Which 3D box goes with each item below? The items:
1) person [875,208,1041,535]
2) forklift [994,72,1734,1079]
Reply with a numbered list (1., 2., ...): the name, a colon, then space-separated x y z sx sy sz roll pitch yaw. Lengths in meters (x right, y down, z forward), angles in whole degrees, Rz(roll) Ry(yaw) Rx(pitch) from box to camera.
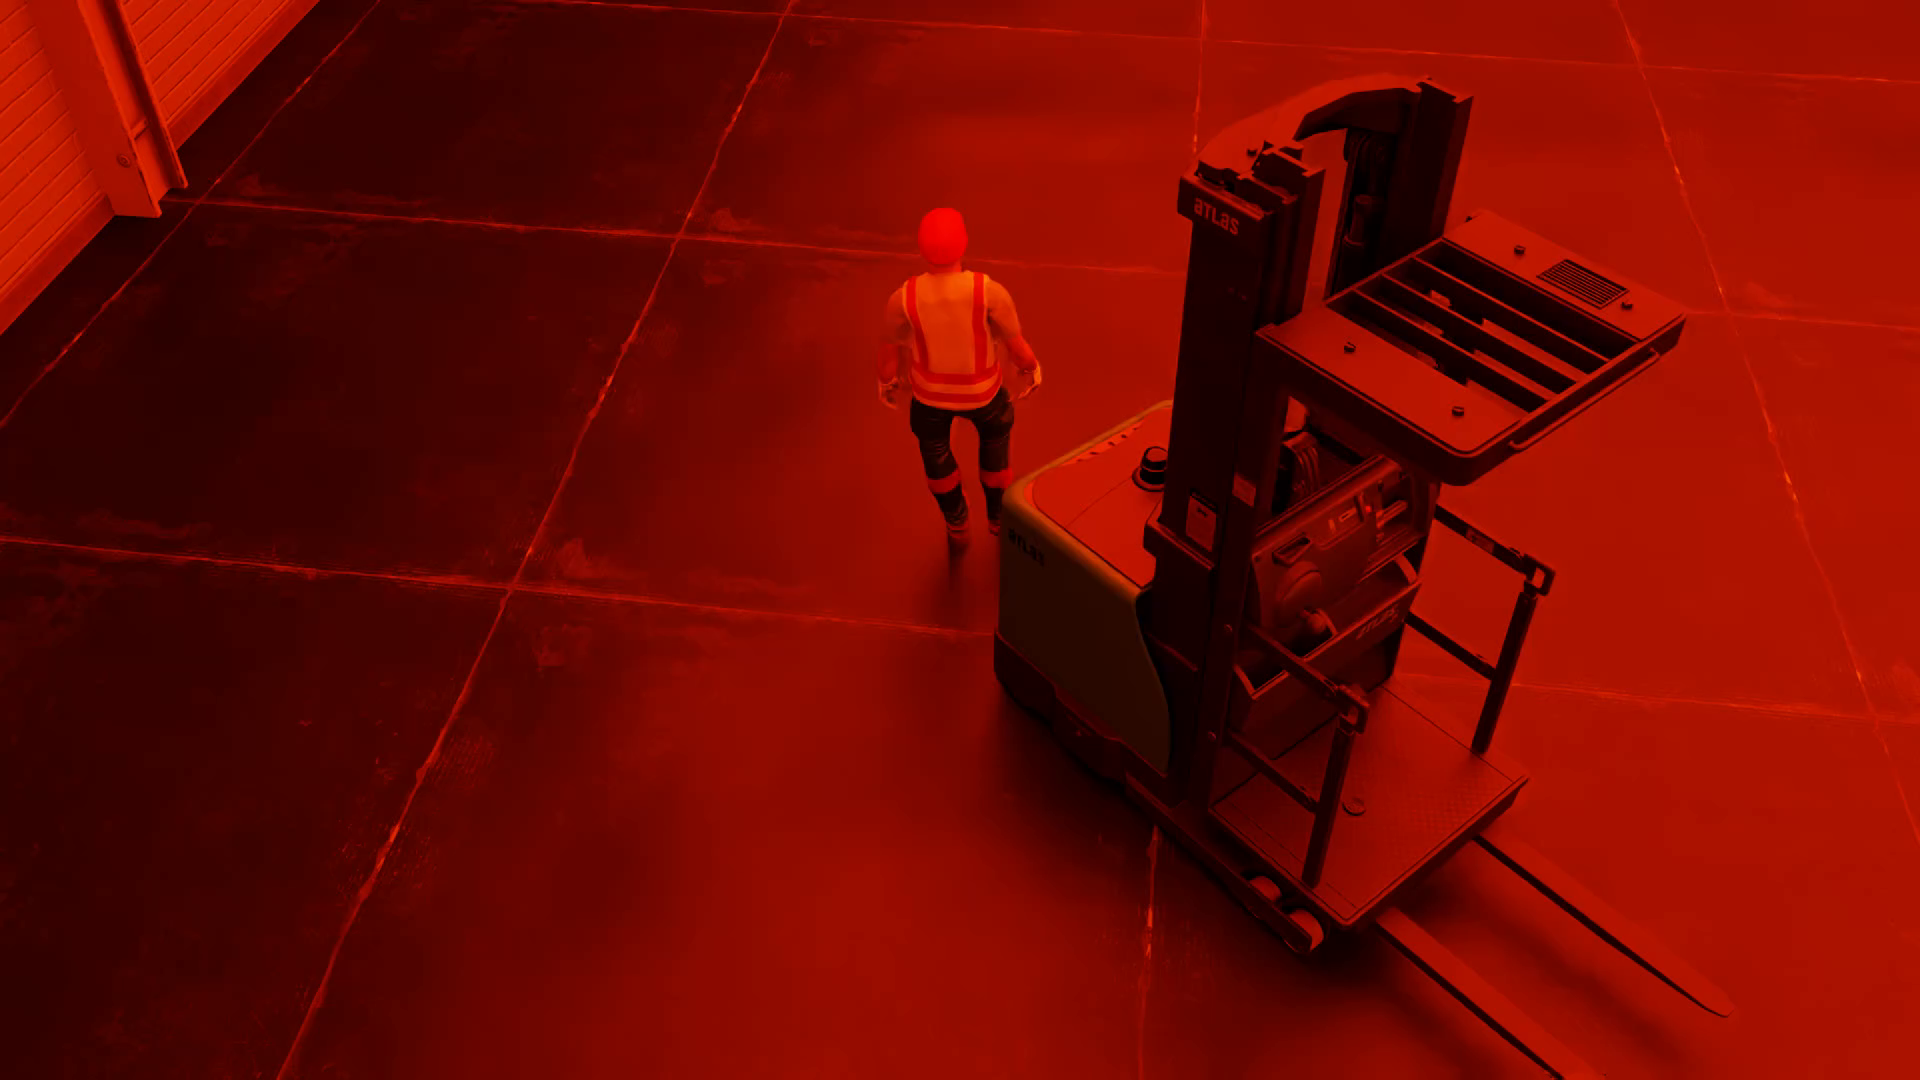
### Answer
1. person: 0.001 -0.720 7.389 0.719 1.777 0.484 3 43 3
2. forklift: 1.475 0.071 5.647 1.130 2.935 3.031 -29 50 -28
